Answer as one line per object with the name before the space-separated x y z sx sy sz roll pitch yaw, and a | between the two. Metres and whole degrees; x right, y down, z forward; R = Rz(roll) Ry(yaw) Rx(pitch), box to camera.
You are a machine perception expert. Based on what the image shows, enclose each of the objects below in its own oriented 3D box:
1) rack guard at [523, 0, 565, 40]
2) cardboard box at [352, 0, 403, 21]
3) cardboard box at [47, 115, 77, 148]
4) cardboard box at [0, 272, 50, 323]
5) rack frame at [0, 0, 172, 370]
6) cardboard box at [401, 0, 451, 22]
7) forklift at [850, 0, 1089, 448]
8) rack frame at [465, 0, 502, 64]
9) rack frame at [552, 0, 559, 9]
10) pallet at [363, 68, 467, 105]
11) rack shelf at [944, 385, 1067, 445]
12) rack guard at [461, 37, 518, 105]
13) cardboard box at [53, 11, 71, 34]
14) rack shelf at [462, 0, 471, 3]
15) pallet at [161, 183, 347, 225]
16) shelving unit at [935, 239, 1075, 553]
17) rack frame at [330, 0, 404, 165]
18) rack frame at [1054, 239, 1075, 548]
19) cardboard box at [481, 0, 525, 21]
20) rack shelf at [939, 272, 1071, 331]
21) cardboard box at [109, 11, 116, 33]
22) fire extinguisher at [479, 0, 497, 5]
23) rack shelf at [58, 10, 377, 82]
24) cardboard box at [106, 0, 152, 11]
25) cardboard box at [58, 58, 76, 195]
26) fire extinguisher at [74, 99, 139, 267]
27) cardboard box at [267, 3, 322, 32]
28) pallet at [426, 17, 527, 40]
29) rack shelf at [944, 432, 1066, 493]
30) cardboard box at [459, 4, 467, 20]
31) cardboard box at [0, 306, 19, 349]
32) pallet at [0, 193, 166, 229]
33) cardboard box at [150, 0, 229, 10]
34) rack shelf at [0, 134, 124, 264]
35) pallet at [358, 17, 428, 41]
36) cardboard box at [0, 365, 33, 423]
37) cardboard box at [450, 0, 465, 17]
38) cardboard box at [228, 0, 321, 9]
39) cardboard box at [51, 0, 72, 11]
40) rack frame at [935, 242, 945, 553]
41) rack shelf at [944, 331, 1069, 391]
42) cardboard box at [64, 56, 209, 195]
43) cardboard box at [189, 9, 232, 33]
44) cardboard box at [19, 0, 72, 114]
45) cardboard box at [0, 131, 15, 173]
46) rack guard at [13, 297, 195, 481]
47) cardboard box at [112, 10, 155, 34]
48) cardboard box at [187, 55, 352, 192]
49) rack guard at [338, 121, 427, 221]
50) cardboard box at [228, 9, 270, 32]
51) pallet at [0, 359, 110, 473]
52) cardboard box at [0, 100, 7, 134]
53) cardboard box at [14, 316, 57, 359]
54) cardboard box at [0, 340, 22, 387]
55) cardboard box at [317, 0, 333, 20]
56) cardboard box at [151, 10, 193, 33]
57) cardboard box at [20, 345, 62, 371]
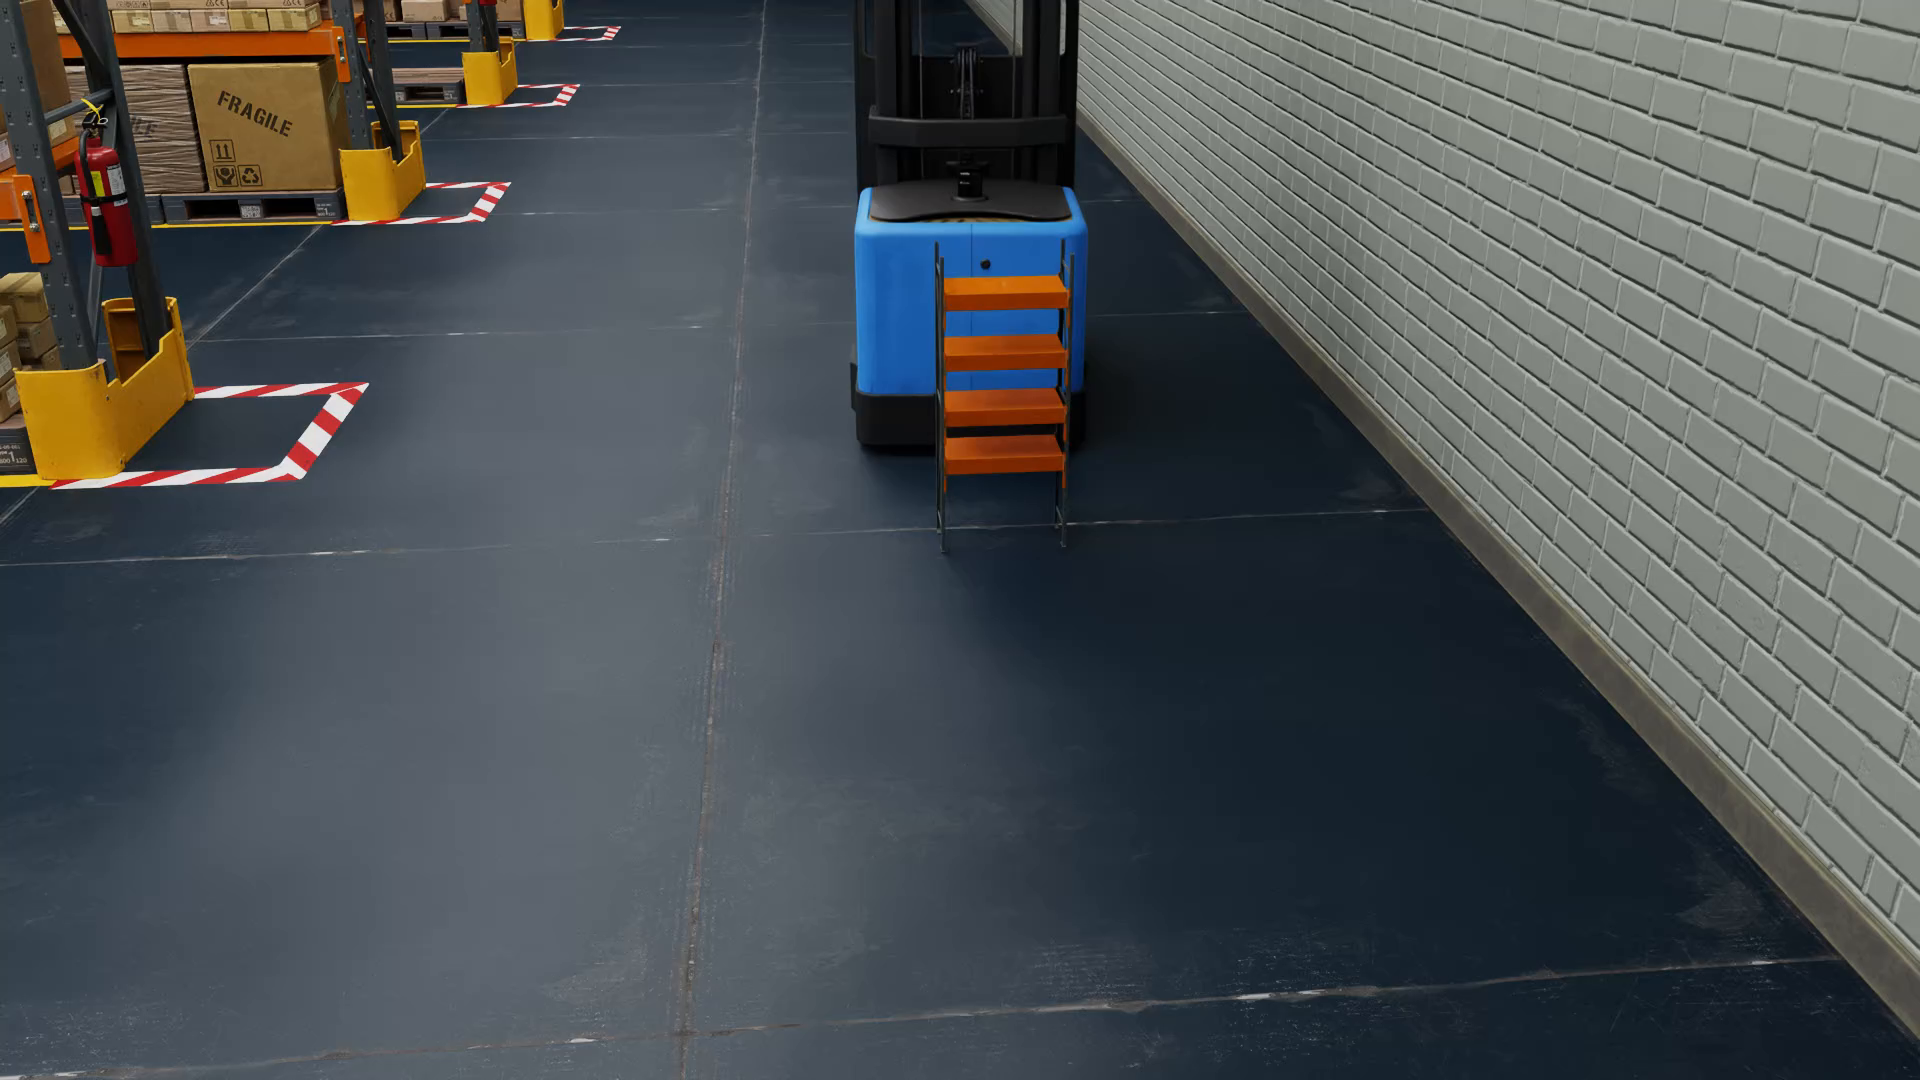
rack guard | -5.329 -6.745 21.309 0.348 0.500 1.175 -2 24 -5
cardboard box | -7.365 -6.867 21.039 0.637 0.503 0.797 -2 24 -5
cardboard box | -4.251 -1.881 7.599 0.250 0.149 0.380 -2 24 -6
cardboard box | -4.451 -1.154 7.914 0.250 0.149 0.380 -3 24 -8
rack frame | -3.896 -1.877 7.279 0.127 3.000 1.000 -2 24 -5
cardboard box | -6.718 -6.687 20.946 0.500 0.250 0.500 -2 24 -5
forklift | 0.023 -2.306 8.330 1.130 2.935 3.031 0 24 -1
rack frame | -4.770 -5.888 16.303 0.127 3.000 1.000 -2 24 -5
rack frame | -5.253 -7.890 20.808 0.127 3.000 1.000 -2 24 -5
pallet | -5.595 -4.596 16.830 1.213 0.211 1.003 -2 24 -5
rack shelf | 0.165 -0.493 6.548 0.480 0.148 0.258 -2 24 -5
rack guard | -4.747 -4.751 16.824 0.348 0.500 1.175 -2 24 -5
cardboard box | -6.126 -3.563 11.381 0.250 0.149 0.380 -2 24 -4
rack shelf | -6.760 -5.479 16.269 4.000 0.370 1.077 -2 24 -5
pallet | -5.071 -2.548 12.222 1.213 0.211 1.003 -2 24 -5
shelving unit | 0.165 -0.555 6.521 0.503 1.200 0.258 -2 24 -5
rack frame | -4.283 -3.886 11.799 0.127 3.000 1.000 -2 24 -5
rack frame | 0.408 -0.565 6.543 0.015 1.200 0.240 -2 24 -5
cardboard box | -5.770 -6.827 20.953 0.500 0.500 0.500 -2 24 -5
rack shelf | 0.165 -0.914 6.362 0.480 0.148 0.258 -2 24 -5
cardboard box | -5.880 -3.571 11.401 0.250 0.149 0.380 -2 24 -5
fire extinguisher | -4.575 -5.504 15.995 0.183 0.674 0.296 -2 24 -5
rack shelf | -6.274 -3.477 11.765 4.000 0.370 1.077 -2 24 -5
cardboard box | -5.751 -3.786 11.393 0.500 0.250 0.500 -3 24 -7
cardboard box | -6.704 -2.977 11.853 0.875 0.875 0.875 -2 24 -5
fire extinguisher | -3.600 -1.494 6.974 0.183 0.674 0.296 -2 24 -5
cardboard box | -4.605 -3.623 11.518 0.250 0.149 0.380 -2 24 -4
pallet | -6.122 -6.580 21.295 1.213 0.211 1.003 -2 24 -5
rack shelf | 0.165 -0.312 6.629 0.480 0.148 0.258 -2 24 -5
cardboard box | -6.182 -6.695 21.066 0.250 0.166 0.380 -2 24 -5
cardboard box | -4.398 -0.914 7.374 0.250 0.149 0.380 -2 24 -5
pallet | -6.283 -2.500 12.115 1.213 0.211 1.003 -2 24 -5
cardboard box | -5.244 -3.806 11.439 0.500 0.250 0.500 -3 24 -6
rack shelf | -5.887 -1.468 7.246 4.000 0.370 1.077 -2 24 -5
pallet | -7.333 -6.533 21.188 1.213 0.211 1.003 -2 24 -5
cardboard box | -4.400 -0.661 7.536 0.250 0.149 0.380 -2 24 -4
cardboard box | -6.320 -6.907 21.441 0.500 0.250 0.500 -2 24 -5
cardboard box | -4.739 -3.826 11.484 0.500 0.250 0.500 -3 24 -6
cardboard box | -6.269 -3.763 11.342 0.500 0.250 0.500 -2 24 -5
rack frame | -0.078 -0.545 6.499 0.015 1.200 0.240 -2 24 -5
rack shelf | 0.165 -0.698 6.458 0.480 0.148 0.258 -2 24 -5
cardboard box | -5.818 -3.012 11.933 0.875 0.875 0.875 -2 24 -5
cardboard box | -5.115 -3.603 11.472 0.250 0.149 0.380 -2 24 -5
cardboard box | -4.370 -2.152 7.409 0.500 0.500 0.500 -1 24 -3
cardboard box | -4.193 -1.635 7.044 0.250 0.149 0.380 -2 24 -5
rack guard | -3.972 -0.731 7.780 0.348 0.500 1.175 -2 24 -5
cardboard box | -5.621 -3.582 11.425 0.250 0.149 0.380 -3 24 -6
cardboard box | -4.912 -3.049 12.015 0.875 0.875 0.875 -2 24 -5
rack guard | -4.259 -2.744 12.309 0.348 0.500 1.175 -2 24 -5
cardboard box | -4.864 -3.612 11.493 0.250 0.149 0.380 -2 24 -5
pallet | -4.784 -0.581 7.798 1.213 0.211 1.003 -2 24 -5
cardboard box | -4.318 -1.936 6.924 0.500 0.500 0.500 -2 24 -4
cardboard box | -4.443 -0.985 7.899 0.250 0.149 0.380 -1 24 -3
cardboard box | -4.393 -0.765 7.406 0.250 0.149 0.380 -3 24 -7
cardboard box | -4.669 -3.890 12.118 0.250 0.149 0.380 -2 24 -5
cardboard box | -5.363 -3.593 11.450 0.250 0.149 0.380 -2 24 -4
cardboard box | -4.449 -0.874 8.017 0.250 0.149 0.380 -2 24 -4
